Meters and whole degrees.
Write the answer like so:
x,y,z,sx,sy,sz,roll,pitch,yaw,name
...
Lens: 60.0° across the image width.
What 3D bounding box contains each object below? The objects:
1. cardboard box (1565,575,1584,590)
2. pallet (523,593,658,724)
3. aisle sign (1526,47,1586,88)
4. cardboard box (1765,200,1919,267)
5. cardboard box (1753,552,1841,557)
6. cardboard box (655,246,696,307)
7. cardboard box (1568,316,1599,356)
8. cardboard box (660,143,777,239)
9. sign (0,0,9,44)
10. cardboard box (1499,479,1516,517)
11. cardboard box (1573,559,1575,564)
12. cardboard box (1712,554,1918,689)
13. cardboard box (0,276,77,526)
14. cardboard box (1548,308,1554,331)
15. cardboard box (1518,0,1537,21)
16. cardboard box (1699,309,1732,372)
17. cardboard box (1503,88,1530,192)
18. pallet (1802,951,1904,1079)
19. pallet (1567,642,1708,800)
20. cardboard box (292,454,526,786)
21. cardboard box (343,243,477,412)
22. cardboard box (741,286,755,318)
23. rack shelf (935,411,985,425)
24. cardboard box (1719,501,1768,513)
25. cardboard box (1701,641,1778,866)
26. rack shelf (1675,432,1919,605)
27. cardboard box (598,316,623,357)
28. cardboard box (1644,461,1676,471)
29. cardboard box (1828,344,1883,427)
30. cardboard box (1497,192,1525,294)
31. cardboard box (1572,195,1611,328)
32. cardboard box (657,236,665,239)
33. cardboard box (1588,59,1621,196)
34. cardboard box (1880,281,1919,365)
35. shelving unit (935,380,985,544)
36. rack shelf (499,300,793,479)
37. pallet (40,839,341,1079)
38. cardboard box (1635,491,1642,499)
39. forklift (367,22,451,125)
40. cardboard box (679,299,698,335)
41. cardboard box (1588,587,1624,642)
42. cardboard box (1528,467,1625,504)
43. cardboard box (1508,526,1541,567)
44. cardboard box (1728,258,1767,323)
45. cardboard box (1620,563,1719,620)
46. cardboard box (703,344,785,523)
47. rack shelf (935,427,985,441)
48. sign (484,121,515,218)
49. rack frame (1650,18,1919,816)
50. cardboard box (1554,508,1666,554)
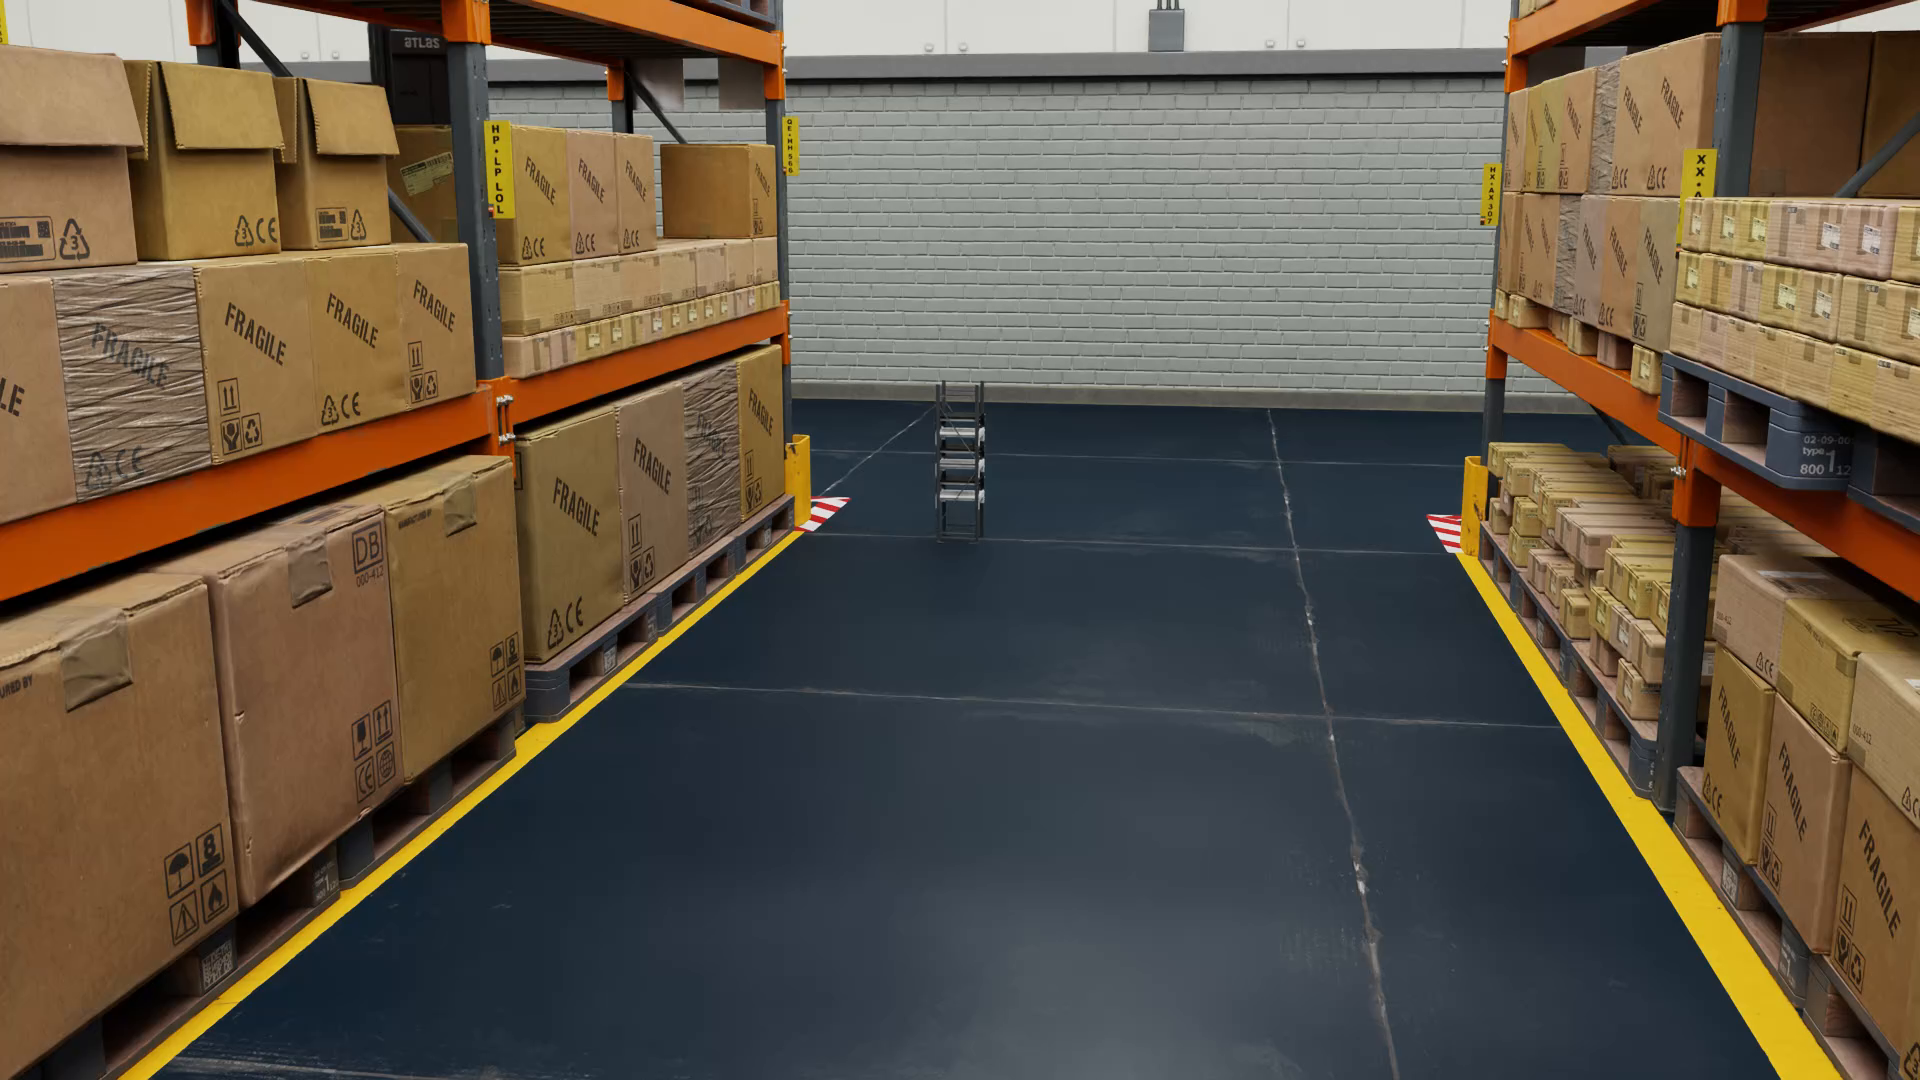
x,y,z,sx,sy,sz,roll,pitch,yaw,name
2.755,0.253,6.972,0.380,0.149,0.250,2,12,10,cardboard box
-1.925,0.450,6.904,1.003,0.211,1.213,2,12,9,pallet
3.096,-2.704,8.749,0.394,0.787,0.004,2,12,9,aisle sign
2.131,-0.718,3.894,0.380,0.149,0.250,2,12,8,cardboard box
3.115,0.147,6.048,0.380,0.149,0.250,2,12,8,cardboard box
-1.549,-1.232,7.742,0.500,0.250,0.500,2,12,9,cardboard box
2.748,-0.848,6.902,0.380,0.149,0.250,2,12,10,cardboard box
-1.320,-1.919,9.146,0.500,0.500,0.500,2,12,9,cardboard box
-5.852,-3.151,10.123,0.100,0.325,0.005,2,12,9,sign
2.949,-0.209,8.409,0.380,0.149,0.250,2,12,8,cardboard box
2.853,0.066,7.129,0.380,0.149,0.250,2,12,11,cardboard box
2.391,0.220,4.510,0.500,0.250,0.500,1,12,6,cardboard box
-2.239,-0.280,3.435,0.500,0.500,0.500,2,12,8,cardboard box
3.010,-1.062,7.895,0.380,0.149,0.250,2,12,11,cardboard box
3.059,-2.716,8.212,0.500,0.250,0.500,2,12,11,cardboard box
2.214,-0.533,4.446,0.380,0.149,0.250,2,12,10,cardboard box
3.050,-2.006,8.367,0.500,0.500,0.500,2,12,8,cardboard box
2.462,1.204,3.403,1.003,0.211,1.213,2,12,9,pallet
2.834,0.647,5.992,1.003,0.211,1.213,2,12,9,pallet
-2.198,0.210,5.446,1.225,0.875,0.875,2,12,9,cardboard box
-1.922,-0.700,5.384,0.500,0.500,0.500,2,12,9,cardboard box
-1.312,-1.276,8.889,0.380,0.149,0.250,2,12,9,cardboard box
0.001,-0.673,9.357,0.258,0.077,0.200,2,12,9,rack shelf
3.289,-0.067,7.044,0.380,0.149,0.250,2,12,9,cardboard box
2.390,0.586,4.589,0.500,0.500,0.500,2,12,11,cardboard box
2.458,0.192,3.188,1.077,0.370,4.000,2,12,9,rack shelf
-1.626,-0.850,6.912,0.380,0.149,0.250,2,12,7,cardboard box
3.540,-0.284,8.048,0.380,0.149,0.250,2,12,7,cardboard box
2.055,-0.319,3.453,0.380,0.149,0.250,2,12,8,cardboard box
3.039,-1.518,8.474,0.500,0.500,0.500,2,12,11,cardboard box
2.720,-1.091,6.493,0.500,0.500,0.500,2,12,8,cardboard box
-1.845,-1.571,9.312,0.500,0.250,0.500,2,12,7,cardboard box
2.738,-1.579,6.384,0.500,0.500,0.500,2,12,10,cardboard box
2.012,-0.411,3.172,0.380,0.149,0.250,2,12,8,cardboard box
0.001,-0.442,9.406,0.258,0.900,0.210,2,12,9,shelving unit
-1.812,-0.822,7.895,1.077,0.370,4.000,2,12,9,rack shelf
-2.349,1.024,4.242,1.003,0.211,1.213,2,12,9,pallet
3.504,-0.138,8.077,0.380,0.149,0.250,1,12,6,cardboard box
-3.579,-1.478,9.393,3.031,2.935,1.130,-5,13,-21,forklift
-1.469,-1.064,7.907,0.380,0.149,0.250,2,12,10,cardboard box
2.553,0.278,6.145,0.380,0.149,0.250,1,12,7,cardboard box
2.919,-0.249,7.885,0.380,0.149,0.250,1,12,6,cardboard box
2.846,0.038,7.969,0.380,0.149,0.250,2,12,9,cardboard box
2.174,-0.629,4.183,0.380,0.149,0.250,2,12,10,cardboard box
2.563,0.185,5.873,0.380,0.149,0.250,2,12,9,cardboard box
-1.524,-0.621,9.300,0.875,0.875,0.875,2,12,9,cardboard box
0.001,-0.585,9.376,0.258,0.077,0.200,2,12,9,rack shelf
-1.582,-1.269,5.701,0.100,0.325,0.005,2,12,9,sign
2.766,-0.576,5.044,1.000,3.000,0.127,2,12,9,rack frame
2.691,-0.034,6.891,0.380,0.149,0.250,1,12,7,cardboard box
